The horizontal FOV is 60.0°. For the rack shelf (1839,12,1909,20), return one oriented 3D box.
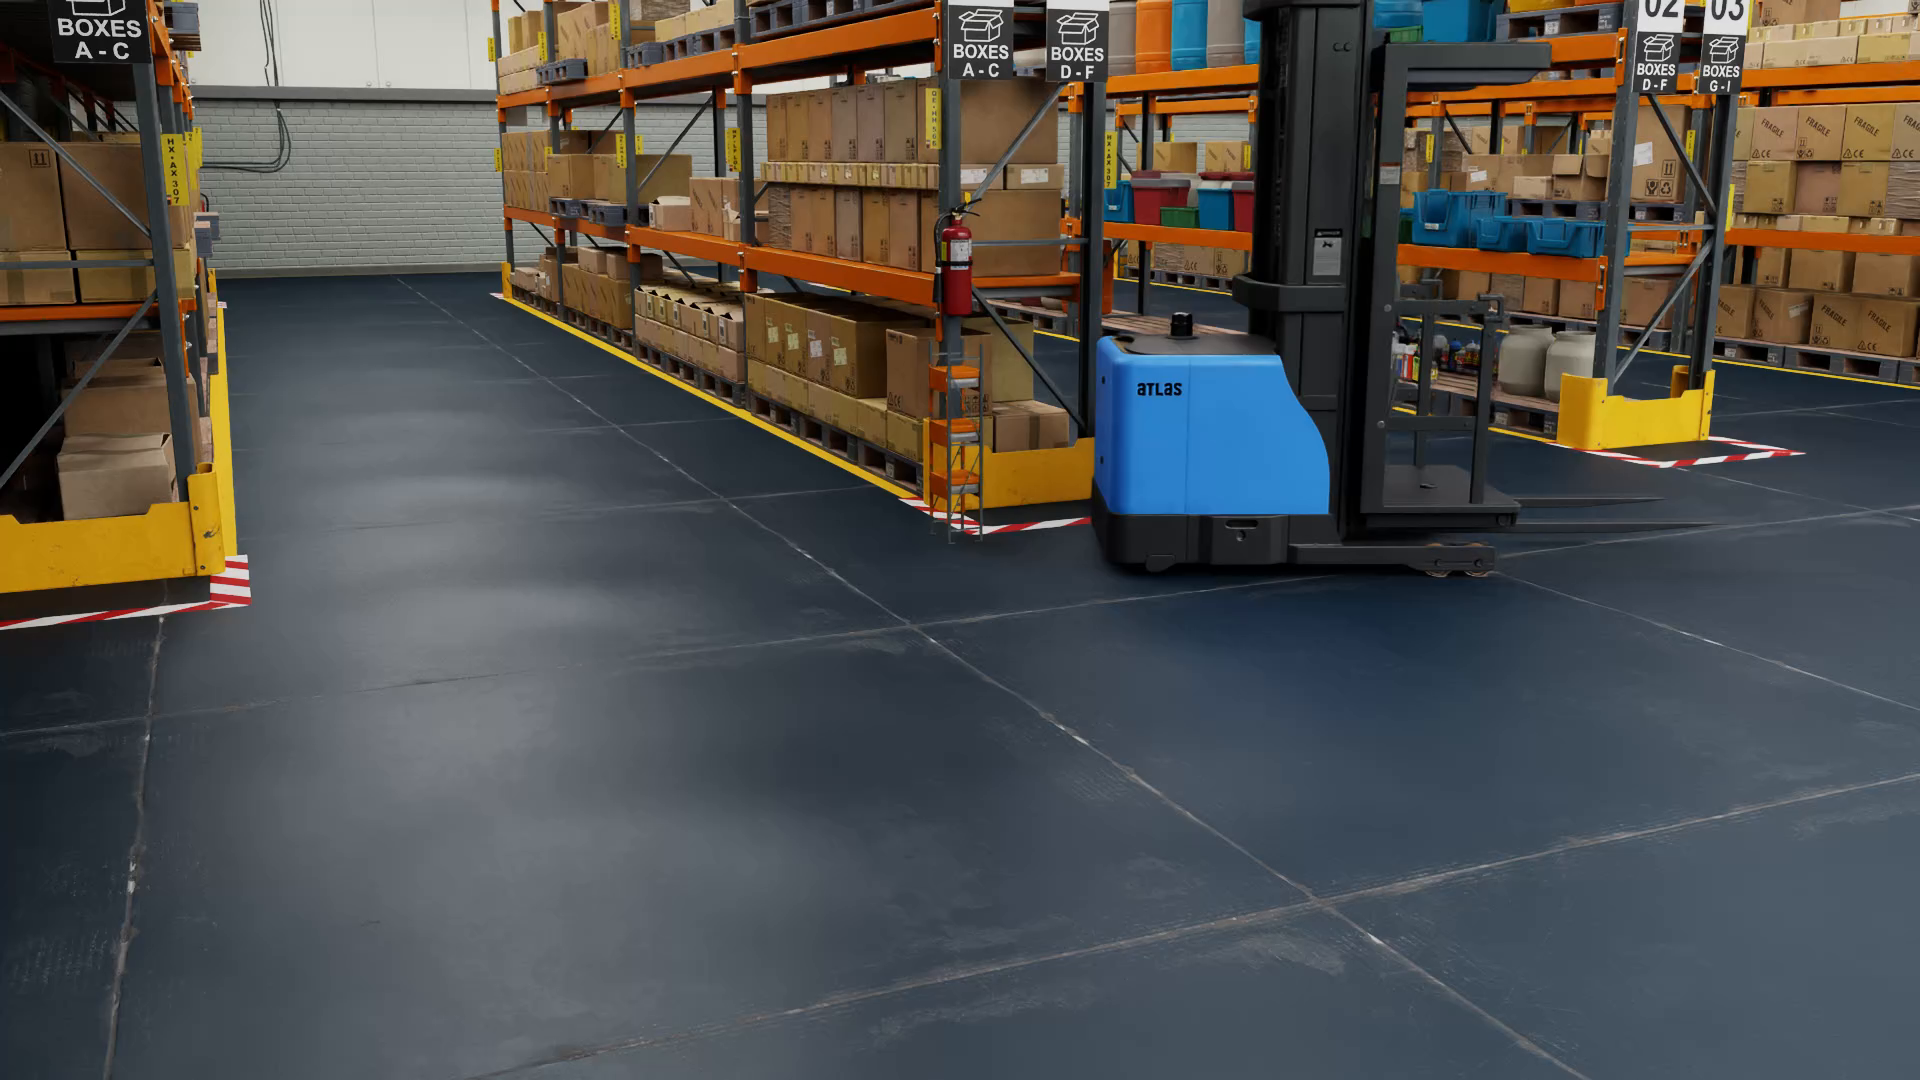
[{"bbox_3d":[14.512,-7.944,25.717,1.077,0.370,4.000,-6,14,-23],"label":"rack shelf"}]

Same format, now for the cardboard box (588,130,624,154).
[{"bbox_3d":[-4.379,-4.849,20.729,0.500,0.500,0.500,-5,14,-21],"label":"cardboard box"}]

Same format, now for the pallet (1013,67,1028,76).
[{"bbox_3d":[0.953,-5.619,20.263,1.003,0.211,1.213,-6,14,-23],"label":"pallet"}]

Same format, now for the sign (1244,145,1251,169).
[{"bbox_3d":[4.123,-5.494,23.861,0.100,0.325,0.005,-6,14,-23],"label":"sign"}]

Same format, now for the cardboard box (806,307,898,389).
[{"bbox_3d":[-0.741,-1.334,11.485,0.500,0.500,0.500,-6,14,-23],"label":"cardboard box"}]

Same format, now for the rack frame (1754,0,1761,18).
[{"bbox_3d":[10.818,-7.608,21.784,1.000,3.000,0.127,-6,14,-23],"label":"rack frame"}]

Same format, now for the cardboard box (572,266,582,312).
[{"bbox_3d":[-4.253,-2.956,19.556,0.500,0.500,0.500,-5,14,-22],"label":"cardboard box"}]

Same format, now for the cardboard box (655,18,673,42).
[{"bbox_3d":[-2.612,-4.868,16.000,0.500,0.250,0.500,-7,15,-27],"label":"cardboard box"}]

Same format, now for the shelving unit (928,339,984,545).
[{"bbox_3d":[-0.021,-0.523,8.799,0.215,1.050,0.252,-6,14,-23],"label":"shelving unit"}]

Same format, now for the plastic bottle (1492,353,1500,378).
[{"bbox_3d":[4.417,-1.433,13.639,0.097,0.201,0.097,0,13,0],"label":"plastic bottle"}]

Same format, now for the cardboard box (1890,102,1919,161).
[{"bbox_3d":[8.587,-3.584,14.602,0.500,0.500,0.500,-6,14,-23],"label":"cardboard box"}]

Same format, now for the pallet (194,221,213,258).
[{"bbox_3d":[-5.953,-2.167,12.006,1.003,0.211,1.213,-6,14,-23],"label":"pallet"}]

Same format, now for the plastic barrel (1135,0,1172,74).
[{"bbox_3d":[2.087,-5.157,16.894,0.600,0.830,0.708,-6,14,-23],"label":"plastic barrel"}]

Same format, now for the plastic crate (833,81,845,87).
[{"bbox_3d":[-1.611,-6.756,25.047,0.497,0.269,0.590,-6,14,-23],"label":"plastic crate"}]

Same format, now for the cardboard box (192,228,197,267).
[{"bbox_3d":[-4.905,-1.749,10.064,0.500,0.250,0.500,-6,14,-23],"label":"cardboard box"}]

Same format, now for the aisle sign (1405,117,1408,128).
[{"bbox_3d":[7.859,-7.647,29.491,0.394,0.787,0.004,-6,14,-23],"label":"aisle sign"}]

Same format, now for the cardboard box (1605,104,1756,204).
[{"bbox_3d":[7.645,-4.105,17.693,1.000,1.000,1.000,-6,14,-23],"label":"cardboard box"}]

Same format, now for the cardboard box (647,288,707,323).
[{"bbox_3d":[-2.686,-2.260,15.904,0.500,0.311,0.500,-6,14,-24],"label":"cardboard box"}]

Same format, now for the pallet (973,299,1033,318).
[{"bbox_3d":[0.856,-2.863,20.771,1.003,0.211,1.213,-6,14,-23],"label":"pallet"}]

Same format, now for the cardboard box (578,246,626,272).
[{"bbox_3d":[-4.077,-3.224,19.051,0.500,0.250,0.500,-6,14,-23],"label":"cardboard box"}]

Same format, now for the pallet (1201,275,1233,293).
[{"bbox_3d":[4.398,-3.890,25.209,1.003,0.211,1.213,-6,14,-23],"label":"pallet"}]

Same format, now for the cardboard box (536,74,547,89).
[{"bbox_3d":[-4.886,-5.655,20.332,0.500,0.250,0.500,-6,14,-23],"label":"cardboard box"}]

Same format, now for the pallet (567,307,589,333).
[{"bbox_3d":[-4.087,-2.667,19.926,1.003,0.211,1.213,-6,14,-23],"label":"pallet"}]

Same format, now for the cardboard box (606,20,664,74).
[{"bbox_3d":[-3.051,-4.961,16.779,0.910,0.500,0.500,-6,14,-23],"label":"cardboard box"}]

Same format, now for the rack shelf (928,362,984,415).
[{"bbox_3d":[-0.021,-0.789,8.737,0.215,0.259,0.240,-6,14,-23],"label":"rack shelf"}]

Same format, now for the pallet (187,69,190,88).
[{"bbox_3d":[-10.281,-5.834,20.971,1.003,0.211,1.213,-6,14,-23],"label":"pallet"}]

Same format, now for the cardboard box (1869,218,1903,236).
[{"bbox_3d":[8.437,-2.823,14.974,0.380,0.149,0.250,-6,14,-23],"label":"cardboard box"}]

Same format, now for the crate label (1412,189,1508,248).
[{"bbox_3d":[3.914,-2.531,13.074,0.502,0.435,0.616,-6,14,-23],"label":"crate label"}]

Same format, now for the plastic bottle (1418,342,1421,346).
[{"bbox_3d":[3.990,-1.618,14.257,0.061,0.283,0.133,-6,14,-23],"label":"plastic bottle"}]

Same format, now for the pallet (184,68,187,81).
[{"bbox_3d":[-9.303,-5.330,18.792,1.003,0.211,1.213,-6,14,-23],"label":"pallet"}]

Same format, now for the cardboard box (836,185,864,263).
[{"bbox_3d":[-0.439,-2.177,11.402,0.700,0.500,0.500,-5,14,-21],"label":"cardboard box"}]

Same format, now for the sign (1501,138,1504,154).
[{"bbox_3d":[6.726,-4.834,20.713,0.100,0.325,0.005,-6,14,-23],"label":"sign"}]

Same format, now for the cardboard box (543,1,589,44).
[{"bbox_3d":[-4.677,-6.285,20.280,0.700,0.500,0.500,-6,14,-23],"label":"cardboard box"}]

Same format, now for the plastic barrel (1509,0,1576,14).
[{"bbox_3d":[4.326,-4.139,12.102,0.600,0.588,0.600,0,13,0],"label":"plastic barrel"}]

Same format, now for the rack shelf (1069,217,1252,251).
[{"bbox_3d":[2.496,-3.047,16.978,1.077,0.370,4.000,-6,14,-23],"label":"rack shelf"}]

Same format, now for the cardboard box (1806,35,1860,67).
[{"bbox_3d":[8.187,-4.491,15.303,0.500,0.250,0.500,-6,14,-25],"label":"cardboard box"}]

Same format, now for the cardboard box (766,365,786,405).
[{"bbox_3d":[-1.139,-1.176,12.464,0.500,0.250,0.500,-6,14,-23],"label":"cardboard box"}]

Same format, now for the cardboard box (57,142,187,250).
[{"bbox_3d":[-4.094,-1.691,8.148,0.500,0.500,0.500,-6,14,-23],"label":"cardboard box"}]

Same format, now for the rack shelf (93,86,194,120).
[{"bbox_3d":[-9.786,-5.266,19.914,1.077,0.370,4.000,-6,14,-23],"label":"rack shelf"}]

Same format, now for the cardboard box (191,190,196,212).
[{"bbox_3d":[-7.343,-3.243,15.302,0.500,0.500,0.500,-5,14,-21],"label":"cardboard box"}]

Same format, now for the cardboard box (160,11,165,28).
[{"bbox_3d":[-5.351,-3.527,10.537,0.500,0.500,0.500,-5,14,-21],"label":"cardboard box"}]

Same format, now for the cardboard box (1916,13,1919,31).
[{"bbox_3d":[8.526,-4.486,14.398,0.380,0.149,0.250,-6,15,-26],"label":"cardboard box"}]

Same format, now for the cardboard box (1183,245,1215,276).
[{"bbox_3d":[4.079,-4.583,25.802,0.875,0.875,0.875,-6,14,-23],"label":"cardboard box"}]

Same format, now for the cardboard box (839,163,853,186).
[{"bbox_3d":[-0.592,-2.458,11.177,0.380,0.149,0.250,-6,14,-24],"label":"cardboard box"}]

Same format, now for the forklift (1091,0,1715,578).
[{"bbox_3d":[2.227,-1.365,8.269,3.031,2.935,1.130,0,13,-1],"label":"forklift"}]

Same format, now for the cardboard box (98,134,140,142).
[{"bbox_3d":[-7.075,-3.361,14.104,0.380,0.149,0.250,-8,15,-32],"label":"cardboard box"}]

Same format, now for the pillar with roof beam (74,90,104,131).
[{"bbox_3d":[-8.517,-8.360,25.033,9.100,9.000,0.400,-6,14,-23],"label":"pillar with roof beam"}]

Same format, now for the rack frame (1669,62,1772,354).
[{"bbox_3d":[7.835,-3.432,17.044,1.000,3.000,0.127,-6,14,-23],"label":"rack frame"}]

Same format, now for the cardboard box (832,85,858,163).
[{"bbox_3d":[-0.456,-2.816,11.286,0.700,0.500,0.500,-6,14,-23],"label":"cardboard box"}]

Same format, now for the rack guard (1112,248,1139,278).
[{"bbox_3d":[3.019,-4.698,28.059,1.175,0.500,0.348,-6,14,-23],"label":"rack guard"}]

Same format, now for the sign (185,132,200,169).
[{"bbox_3d":[-6.889,-3.492,14.914,0.100,0.325,0.005,-6,14,-23],"label":"sign"}]

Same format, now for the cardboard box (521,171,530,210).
[{"bbox_3d":[-5.505,-4.636,22.029,0.500,0.500,0.500,-5,14,-22],"label":"cardboard box"}]
